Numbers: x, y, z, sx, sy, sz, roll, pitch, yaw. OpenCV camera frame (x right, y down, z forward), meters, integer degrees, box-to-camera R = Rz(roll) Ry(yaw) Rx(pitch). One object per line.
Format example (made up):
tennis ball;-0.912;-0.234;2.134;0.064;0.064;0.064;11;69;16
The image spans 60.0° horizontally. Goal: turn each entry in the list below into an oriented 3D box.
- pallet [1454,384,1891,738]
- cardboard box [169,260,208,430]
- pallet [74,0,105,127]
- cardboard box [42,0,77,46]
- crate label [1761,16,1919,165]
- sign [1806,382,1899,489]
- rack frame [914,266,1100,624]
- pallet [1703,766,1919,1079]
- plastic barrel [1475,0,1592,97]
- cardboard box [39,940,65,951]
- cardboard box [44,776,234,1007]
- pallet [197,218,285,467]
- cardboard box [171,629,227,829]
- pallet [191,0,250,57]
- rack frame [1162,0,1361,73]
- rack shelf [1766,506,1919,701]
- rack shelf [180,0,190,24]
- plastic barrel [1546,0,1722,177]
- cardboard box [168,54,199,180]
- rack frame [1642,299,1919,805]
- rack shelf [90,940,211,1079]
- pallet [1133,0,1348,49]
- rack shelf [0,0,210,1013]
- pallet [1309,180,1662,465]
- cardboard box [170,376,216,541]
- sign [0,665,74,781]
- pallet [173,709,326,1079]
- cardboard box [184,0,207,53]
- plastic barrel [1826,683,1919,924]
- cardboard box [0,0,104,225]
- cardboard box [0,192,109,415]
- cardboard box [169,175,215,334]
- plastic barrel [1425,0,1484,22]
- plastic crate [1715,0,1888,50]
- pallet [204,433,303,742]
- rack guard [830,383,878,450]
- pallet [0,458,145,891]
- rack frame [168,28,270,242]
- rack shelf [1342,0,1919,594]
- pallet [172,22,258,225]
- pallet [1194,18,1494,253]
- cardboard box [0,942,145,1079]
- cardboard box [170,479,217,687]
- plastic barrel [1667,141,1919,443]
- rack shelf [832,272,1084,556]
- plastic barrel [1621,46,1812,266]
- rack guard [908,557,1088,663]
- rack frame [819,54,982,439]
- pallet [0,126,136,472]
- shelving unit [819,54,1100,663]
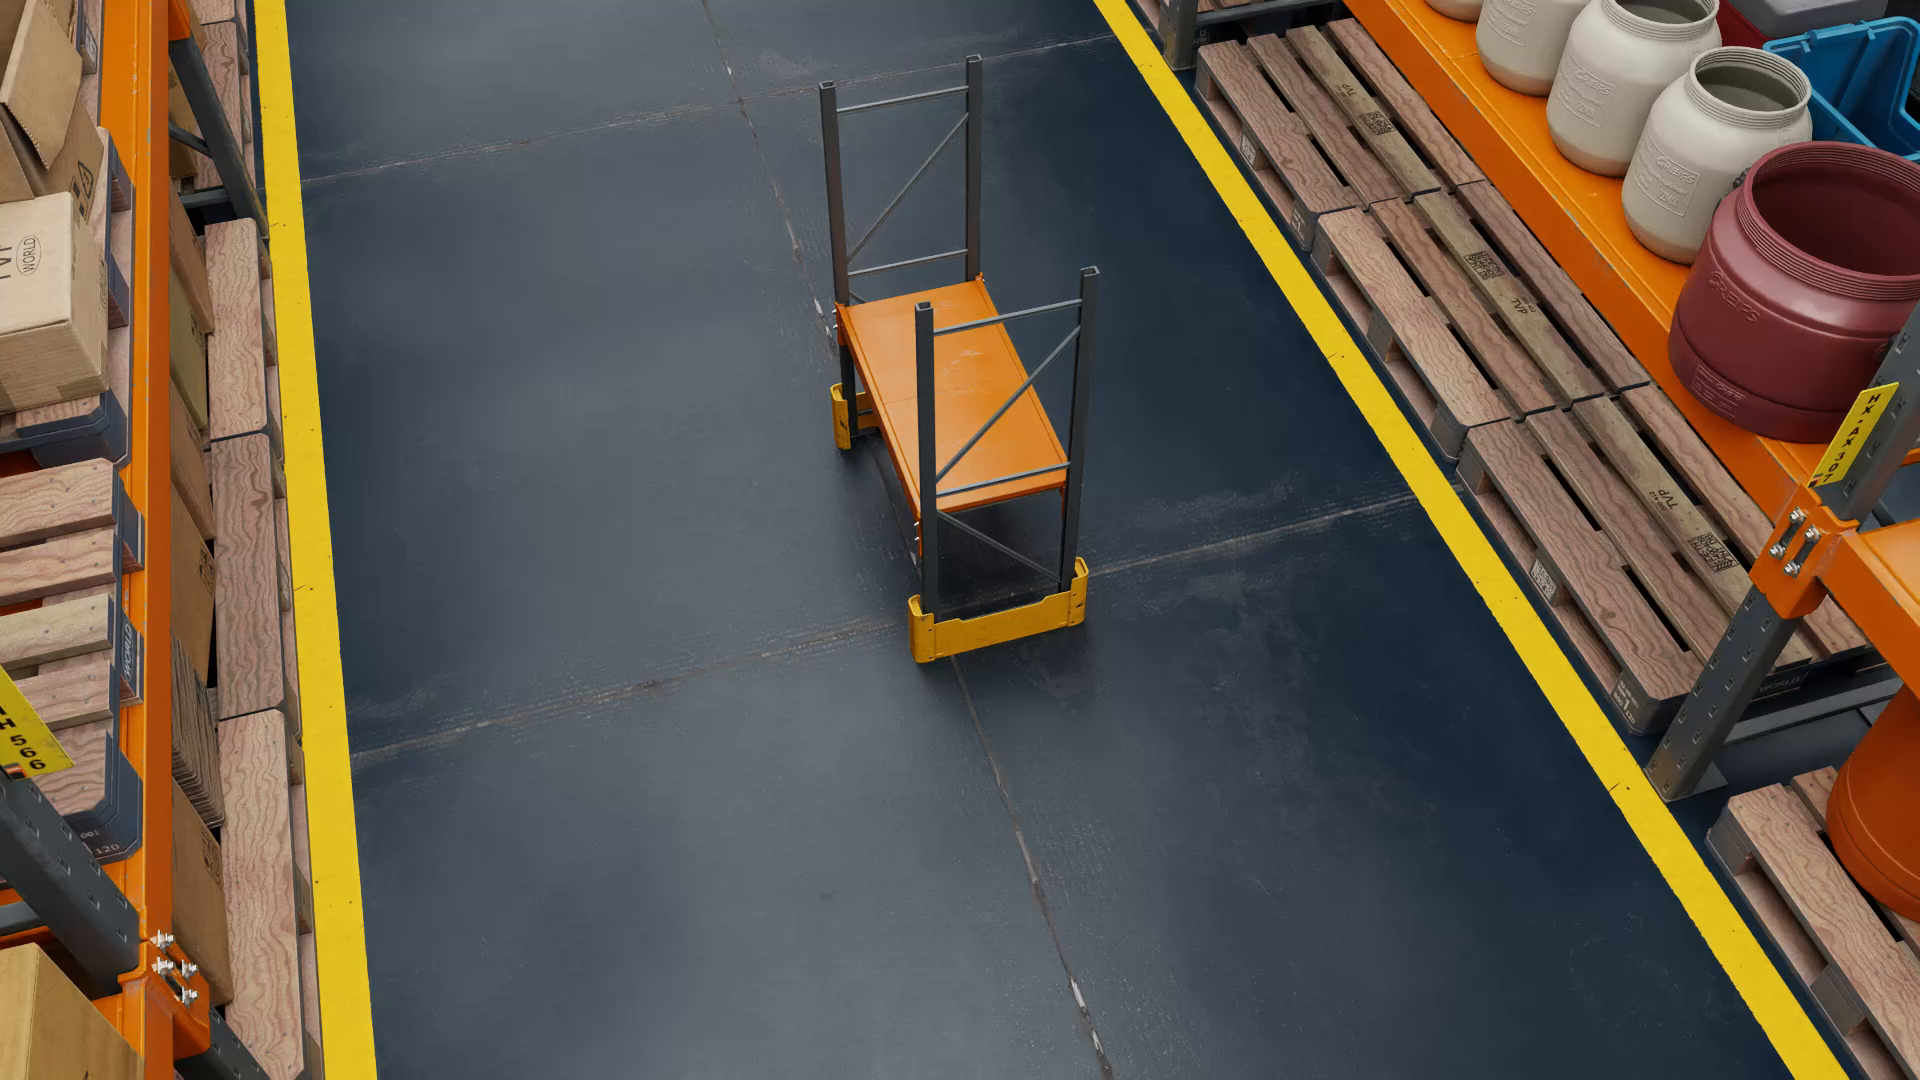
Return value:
pallet;2.413;0.007;5.606;1.003;0.211;1.213;-13;51;-11
cardboard box;-3.025;-0.649;5.683;0.700;0.500;0.500;-14;51;-11
pallet;-3.222;-1.466;5.150;1.003;0.211;1.213;-13;51;-11
cardboard box;-3.208;-1.836;4.669;1.000;1.000;1.000;-13;51;-11
crate label;2.570;-1.116;4.706;0.502;0.435;0.616;-13;51;-11
sign;2.082;-0.241;3.884;0.100;0.325;0.005;-13;51;-11
rack frame;0.125;-0.174;4.916;0.500;1.500;0.032;-13;51;-11
pallet;2.878;1.147;4.645;1.003;0.211;1.213;-13;51;-11
plastic barrel;1.841;-1.683;5.118;0.433;0.535;0.433;0;50;0
cardboard box;-2.353;0.742;4.019;0.500;0.250;0.500;-11;51;-9
cardboard box;-2.343;0.981;4.308;0.700;0.500;0.500;-16;52;-13
pallet;-3.077;-0.652;6.162;1.003;0.211;1.213;-13;51;-11
cardboard box;-2.519;0.579;4.647;0.700;0.500;0.500;-17;52;-14
pallet;-3.906;-2.596;7.800;1.003;0.211;1.213;-13;51;-11
rack frame;1.423;-3.239;6.519;1.000;3.000;0.127;-13;51;-11
rack shelf;3.197;1.375;3.100;1.077;0.370;4.000;-13;51;-11
rack shelf;-3.900;-3.348;7.081;1.077;0.370;4.000;-13;51;-11
plastic barrel;1.973;-1.364;4.865;0.421;0.512;0.421;0;50;0
cardboard box;-3.389;-1.750;6.624;0.500;0.500;0.500;-15;51;-12
rack frame;2.605;-0.318;4.056;1.000;3.000;0.127;-13;51;-11
rack shelf;-1.535;2.495;2.155;1.077;0.370;4.000;-13;51;-11
pallet;1.264;-2.840;8.006;1.003;0.211;1.213;-13;51;-11
rack shelf;-2.717;-0.427;4.618;1.077;0.370;4.000;-13;51;-11
pallet;2.056;-0.883;6.356;1.003;0.211;1.213;-13;51;-11
cardboard box;-2.859;-0.241;5.338;0.700;0.500;0.500;-17;52;-14
sign;-1.597;0.301;2.777;0.100;0.325;0.005;-13;51;-11
pallet;-2.356;1.130;4.659;1.003;0.211;1.213;-13;51;-11
cardboard box;-3.566;-2.167;6.975;0.500;0.500;0.500;1;50;1
plastic barrel;2.766;0.600;4.427;0.600;0.830;0.708;-13;51;-11
cardboard box;-2.708;-1.043;4.325;0.797;0.503;0.637;-9;50;-7
cardboard box;-2.402;-0.561;4.084;0.500;0.250;0.500;-15;51;-12
cardboard box;-3.148;-1.002;5.980;0.700;0.500;0.500;-17;52;-14
plastic barrel;1.713;-1.999;5.384;0.433;0.535;0.433;0;50;0
plastic crate;2.420;-1.588;5.085;0.402;0.464;0.583;-13;51;-11
pallet;-2.713;0.240;5.409;1.003;0.211;1.213;-13;51;-11
rack guard;-0.170;-0.500;6.008;0.587;0.250;0.087;-13;51;-11
pallet;-2.438;0.368;3.604;1.213;0.211;1.003;-13;51;-11
rack frame;-3.309;-2.119;5.575;1.000;3.000;0.127;-13;51;-11
rack shelf;2.014;-1.547;5.562;1.077;0.370;4.000;-13;51;-11
pallet;-3.541;-1.703;7.048;1.003;0.211;1.213;-13;51;-11
pallet;1.692;-1.776;7.109;1.003;0.211;1.213;-13;51;-11
cardboard box;-1.743;1.074;2.817;0.500;0.500;0.500;-12;51;-10
cardboard box;-2.694;0.167;4.995;0.700;0.500;0.500;-9;51;-8
plastic barrel;2.179;-0.632;4.232;0.600;0.536;0.708;-13;51;-11
rack shelf;-0.025;-0.430;5.367;0.538;0.185;1.000;-13;51;-11
plastic barrel;2.097;-1.057;4.606;0.421;0.512;0.421;0;50;0
rack guard;0.125;0.227;5.395;0.587;0.250;0.087;-13;51;-11
rack frame;-0.176;-0.917;5.542;0.500;1.500;0.032;-13;51;-11
pallet;-2.750;-0.573;4.396;1.003;0.211;1.213;-13;51;-11
shelving unit;-0.023;-0.539;5.224;0.587;1.500;1.083;-13;51;-11
